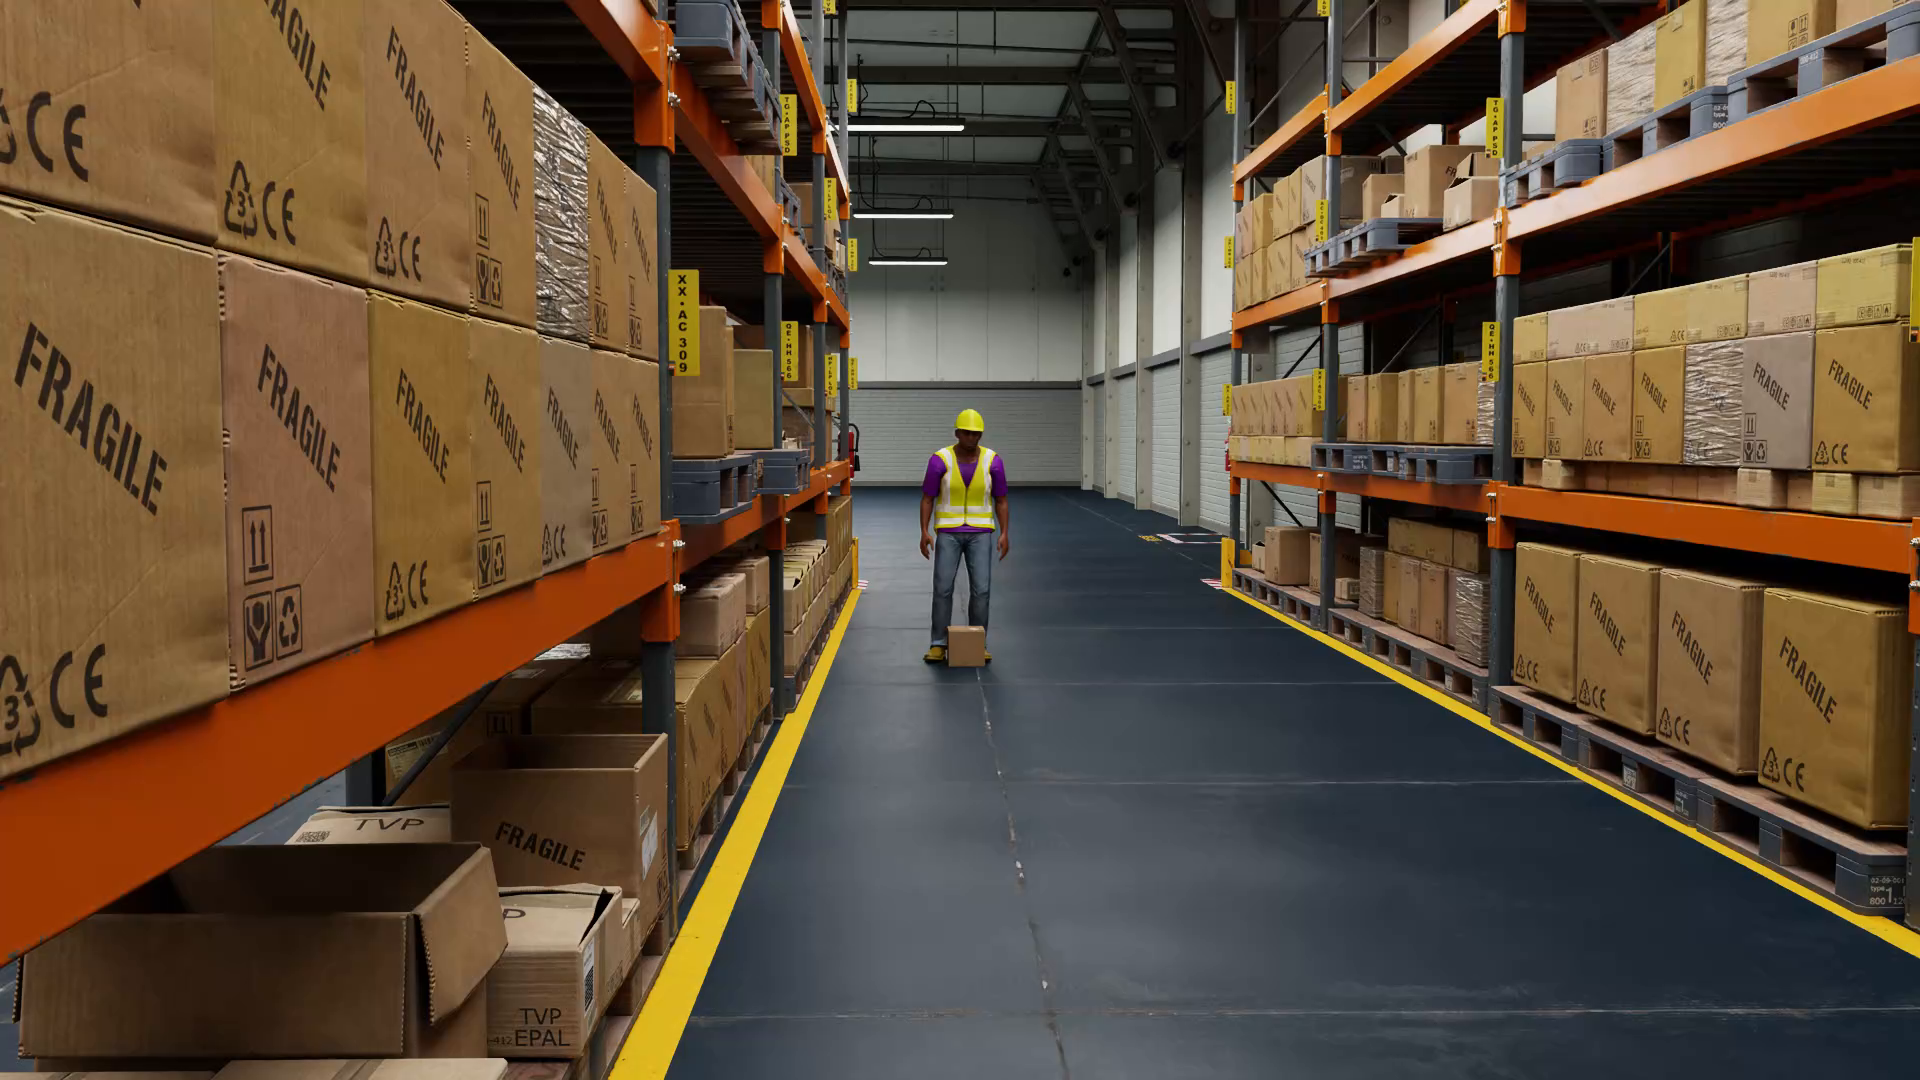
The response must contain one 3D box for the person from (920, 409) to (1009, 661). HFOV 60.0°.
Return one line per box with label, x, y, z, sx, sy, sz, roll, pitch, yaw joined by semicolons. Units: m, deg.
person;0.033;-0.034;11.633;0.632;1.759;0.462;0;4;-5
